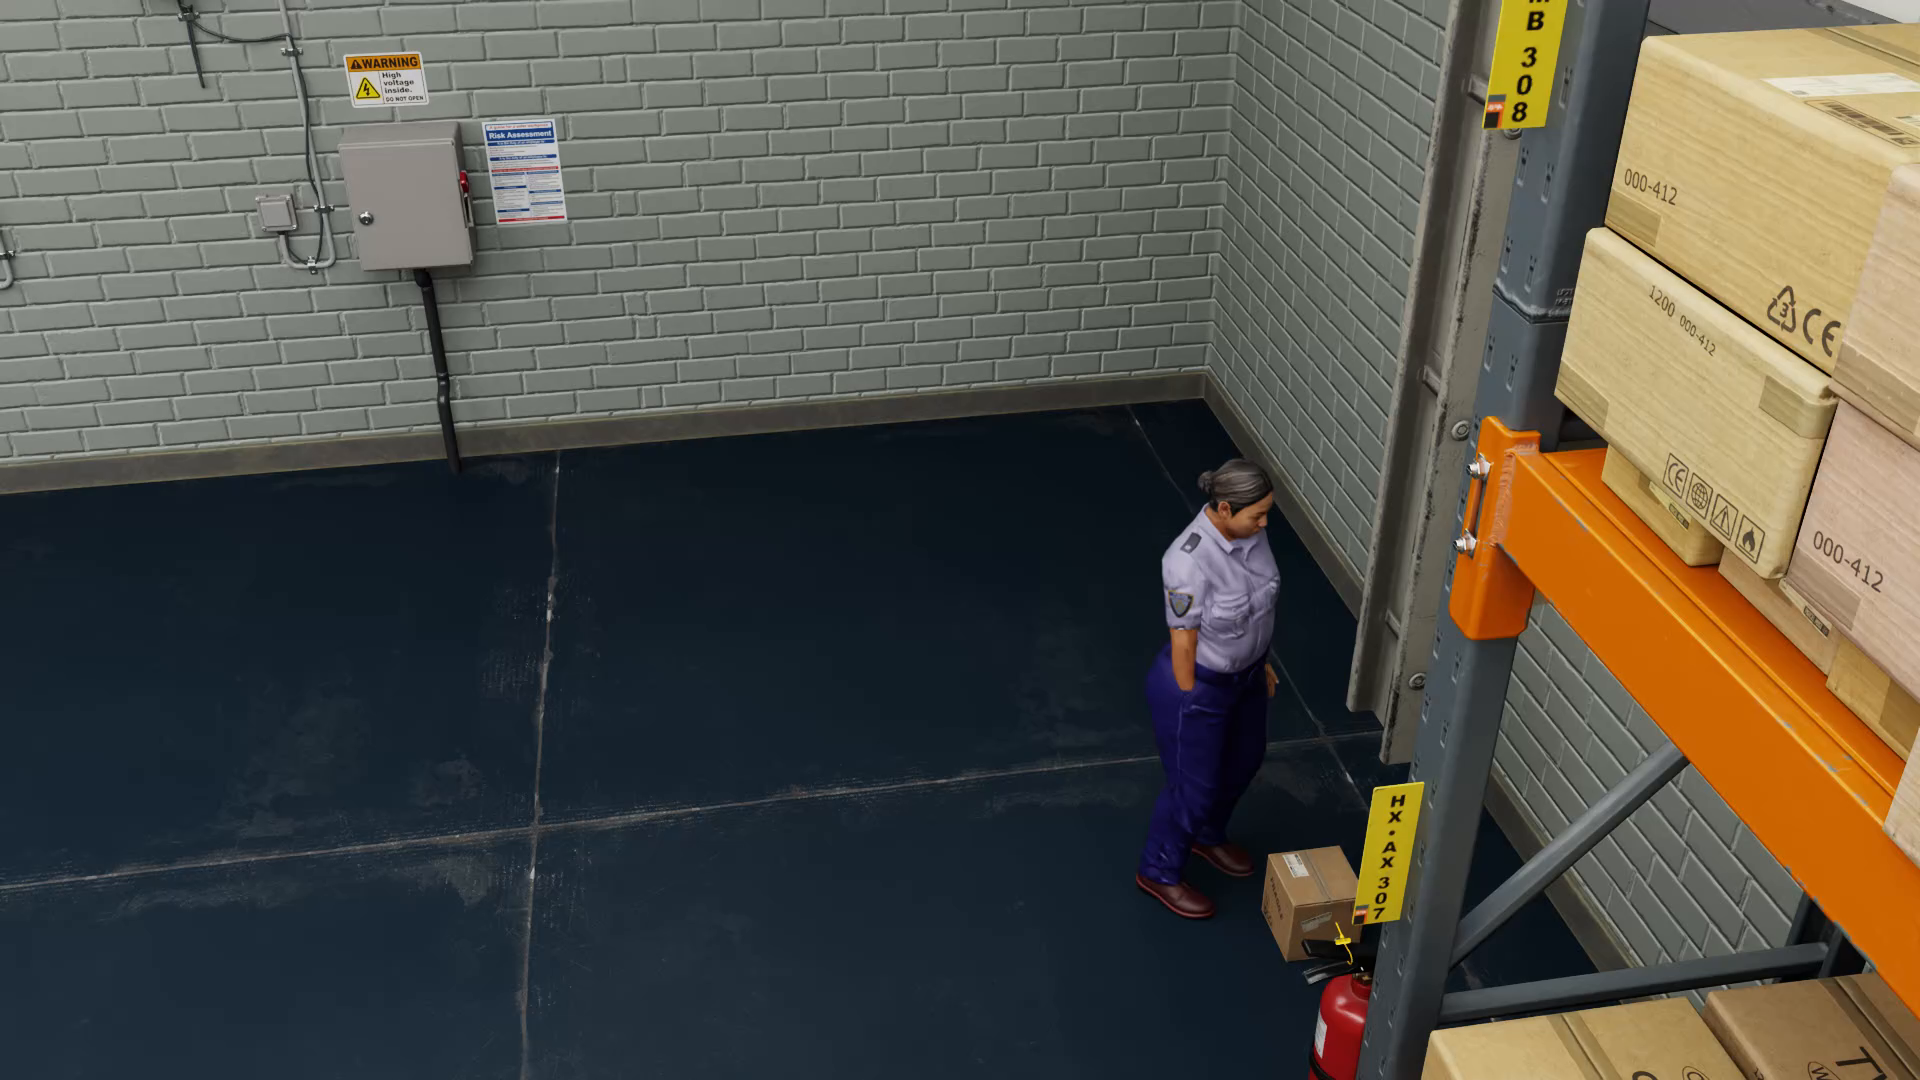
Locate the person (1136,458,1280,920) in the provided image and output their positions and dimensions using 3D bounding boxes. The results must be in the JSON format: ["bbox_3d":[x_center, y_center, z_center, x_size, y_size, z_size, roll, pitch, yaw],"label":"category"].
[{"bbox_3d":[0.825,0.460,5.399,0.339,1.642,0.476,23,38,34],"label":"person"}]
